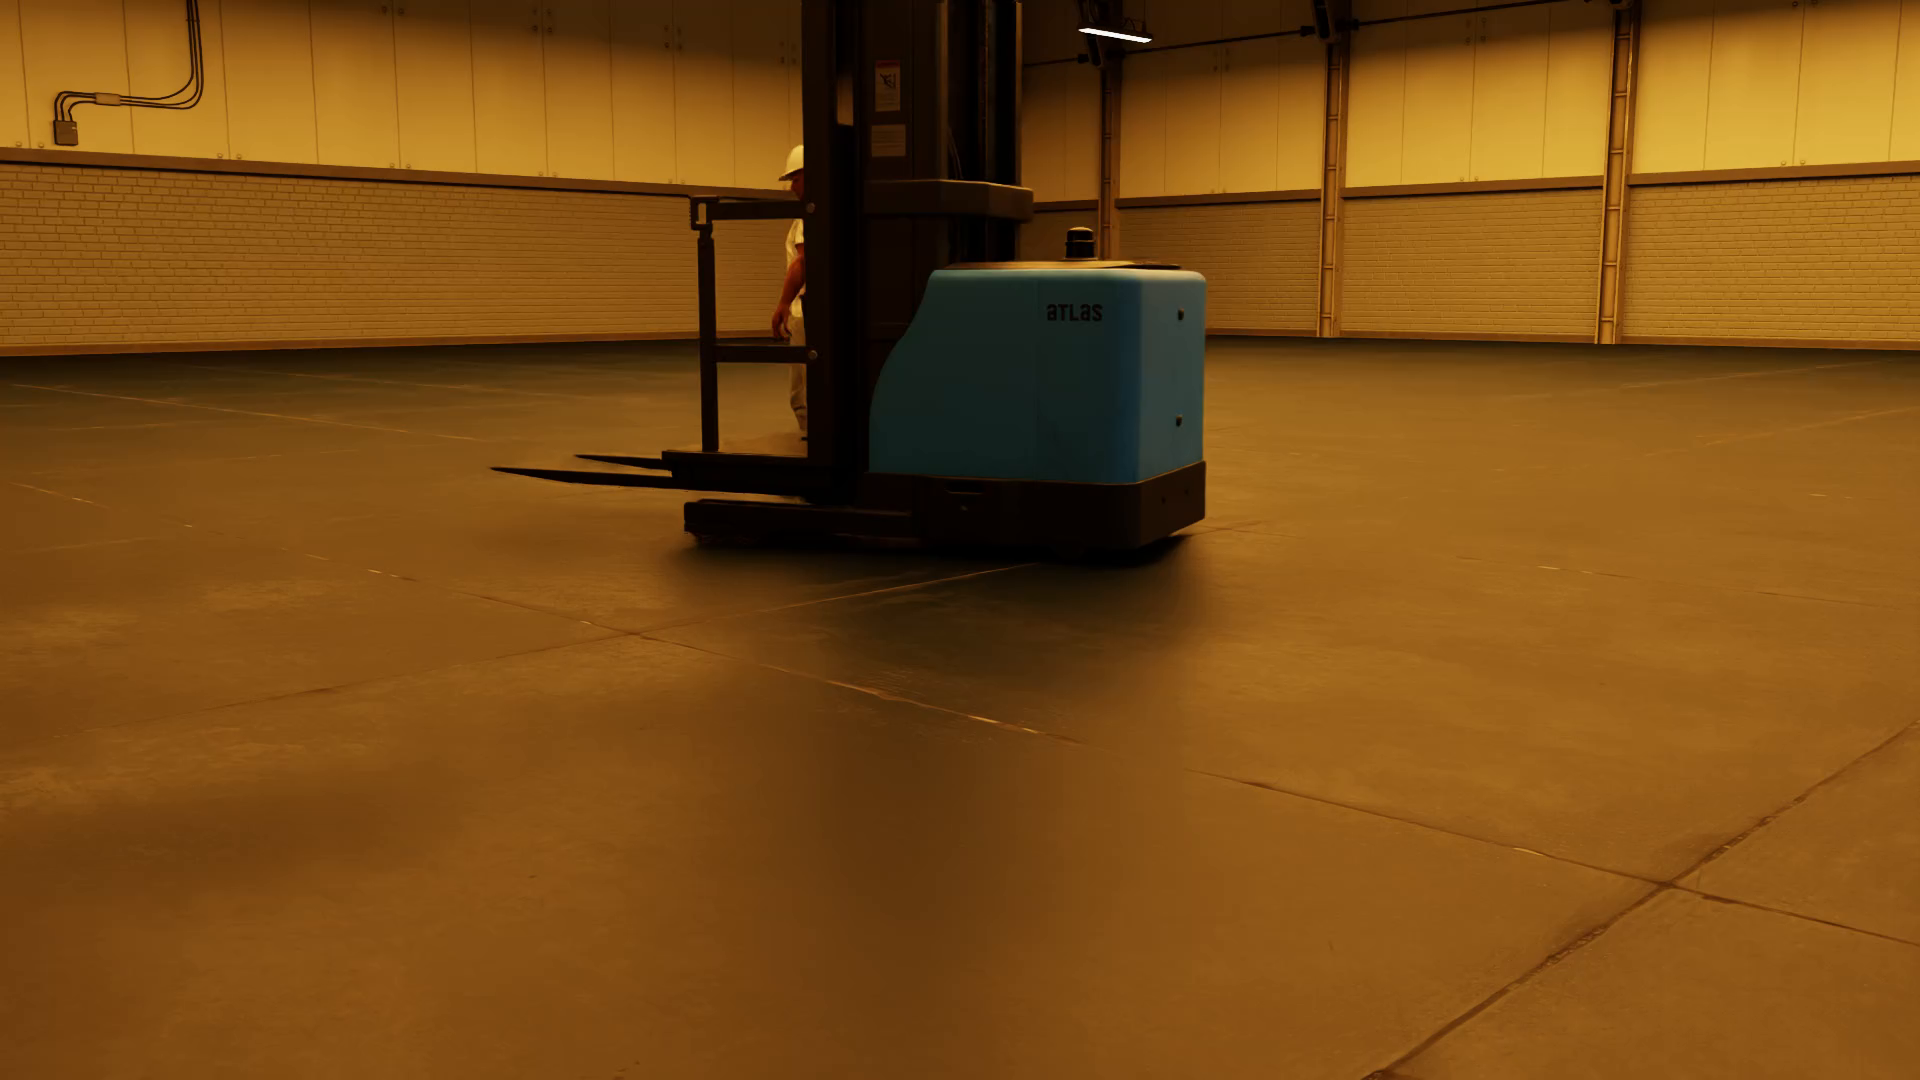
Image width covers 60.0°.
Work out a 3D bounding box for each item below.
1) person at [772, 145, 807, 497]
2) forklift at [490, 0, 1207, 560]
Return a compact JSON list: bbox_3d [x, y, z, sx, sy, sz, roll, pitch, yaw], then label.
[{"bbox_3d":[-0.675,-1.110,8.319,0.459,1.726,0.890,3,9,21],"label":"person"},{"bbox_3d":[-0.553,-1.499,6.830,3.031,2.935,1.130,4,9,24],"label":"forklift"}]
